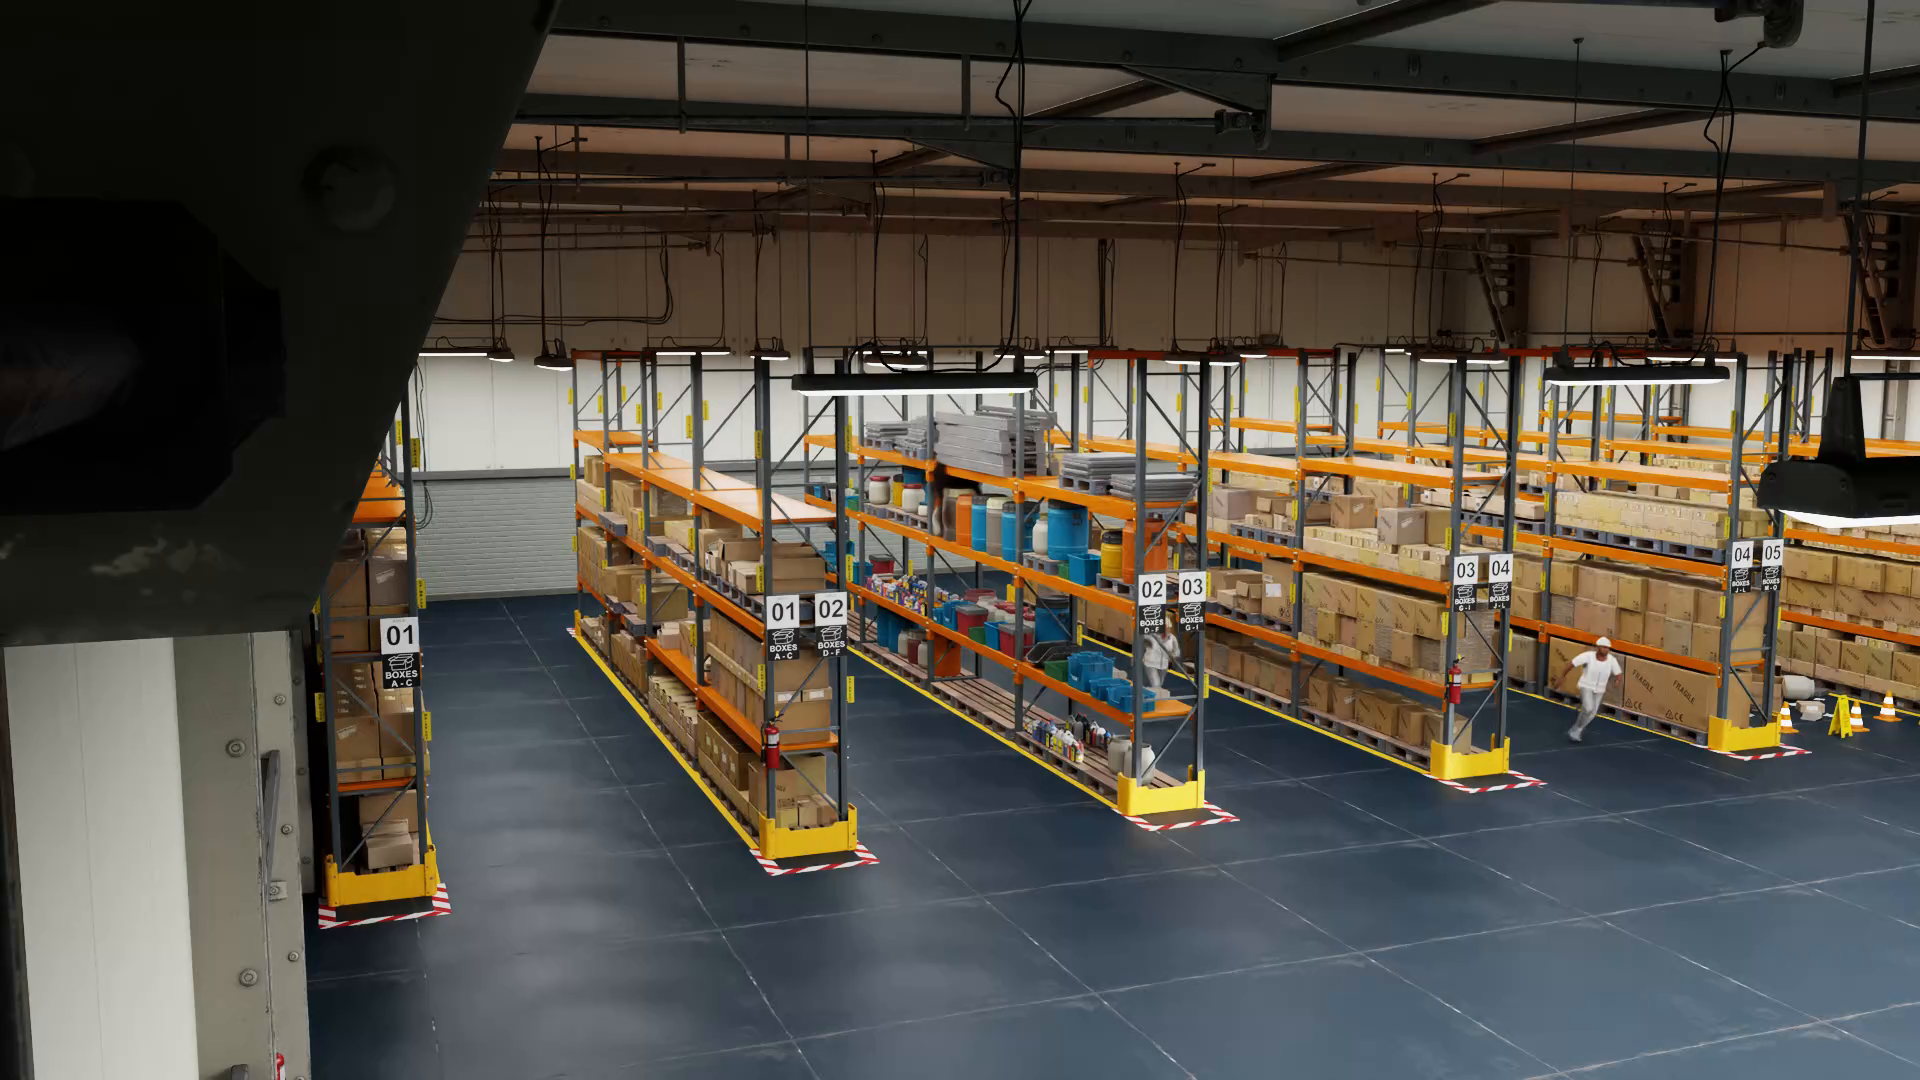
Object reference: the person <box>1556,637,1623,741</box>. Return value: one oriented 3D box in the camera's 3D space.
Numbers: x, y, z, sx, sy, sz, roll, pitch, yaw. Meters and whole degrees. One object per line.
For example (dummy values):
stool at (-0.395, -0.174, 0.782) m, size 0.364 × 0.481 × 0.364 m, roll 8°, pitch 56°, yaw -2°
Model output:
person at (9.798, 2.319, 25.704) m, size 0.879 × 1.646 × 0.729 m, roll -1°, pitch 7°, yaw -10°

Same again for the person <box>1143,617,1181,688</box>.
person at (3.281, 2.074, 27.590) m, size 0.653 × 1.645 × 0.960 m, roll -3°, pitch 8°, yaw -22°

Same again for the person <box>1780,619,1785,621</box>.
person at (16.247, 1.491, 32.649) m, size 0.563 × 1.602 × 0.607 m, roll -3°, pitch 8°, yaw -25°
